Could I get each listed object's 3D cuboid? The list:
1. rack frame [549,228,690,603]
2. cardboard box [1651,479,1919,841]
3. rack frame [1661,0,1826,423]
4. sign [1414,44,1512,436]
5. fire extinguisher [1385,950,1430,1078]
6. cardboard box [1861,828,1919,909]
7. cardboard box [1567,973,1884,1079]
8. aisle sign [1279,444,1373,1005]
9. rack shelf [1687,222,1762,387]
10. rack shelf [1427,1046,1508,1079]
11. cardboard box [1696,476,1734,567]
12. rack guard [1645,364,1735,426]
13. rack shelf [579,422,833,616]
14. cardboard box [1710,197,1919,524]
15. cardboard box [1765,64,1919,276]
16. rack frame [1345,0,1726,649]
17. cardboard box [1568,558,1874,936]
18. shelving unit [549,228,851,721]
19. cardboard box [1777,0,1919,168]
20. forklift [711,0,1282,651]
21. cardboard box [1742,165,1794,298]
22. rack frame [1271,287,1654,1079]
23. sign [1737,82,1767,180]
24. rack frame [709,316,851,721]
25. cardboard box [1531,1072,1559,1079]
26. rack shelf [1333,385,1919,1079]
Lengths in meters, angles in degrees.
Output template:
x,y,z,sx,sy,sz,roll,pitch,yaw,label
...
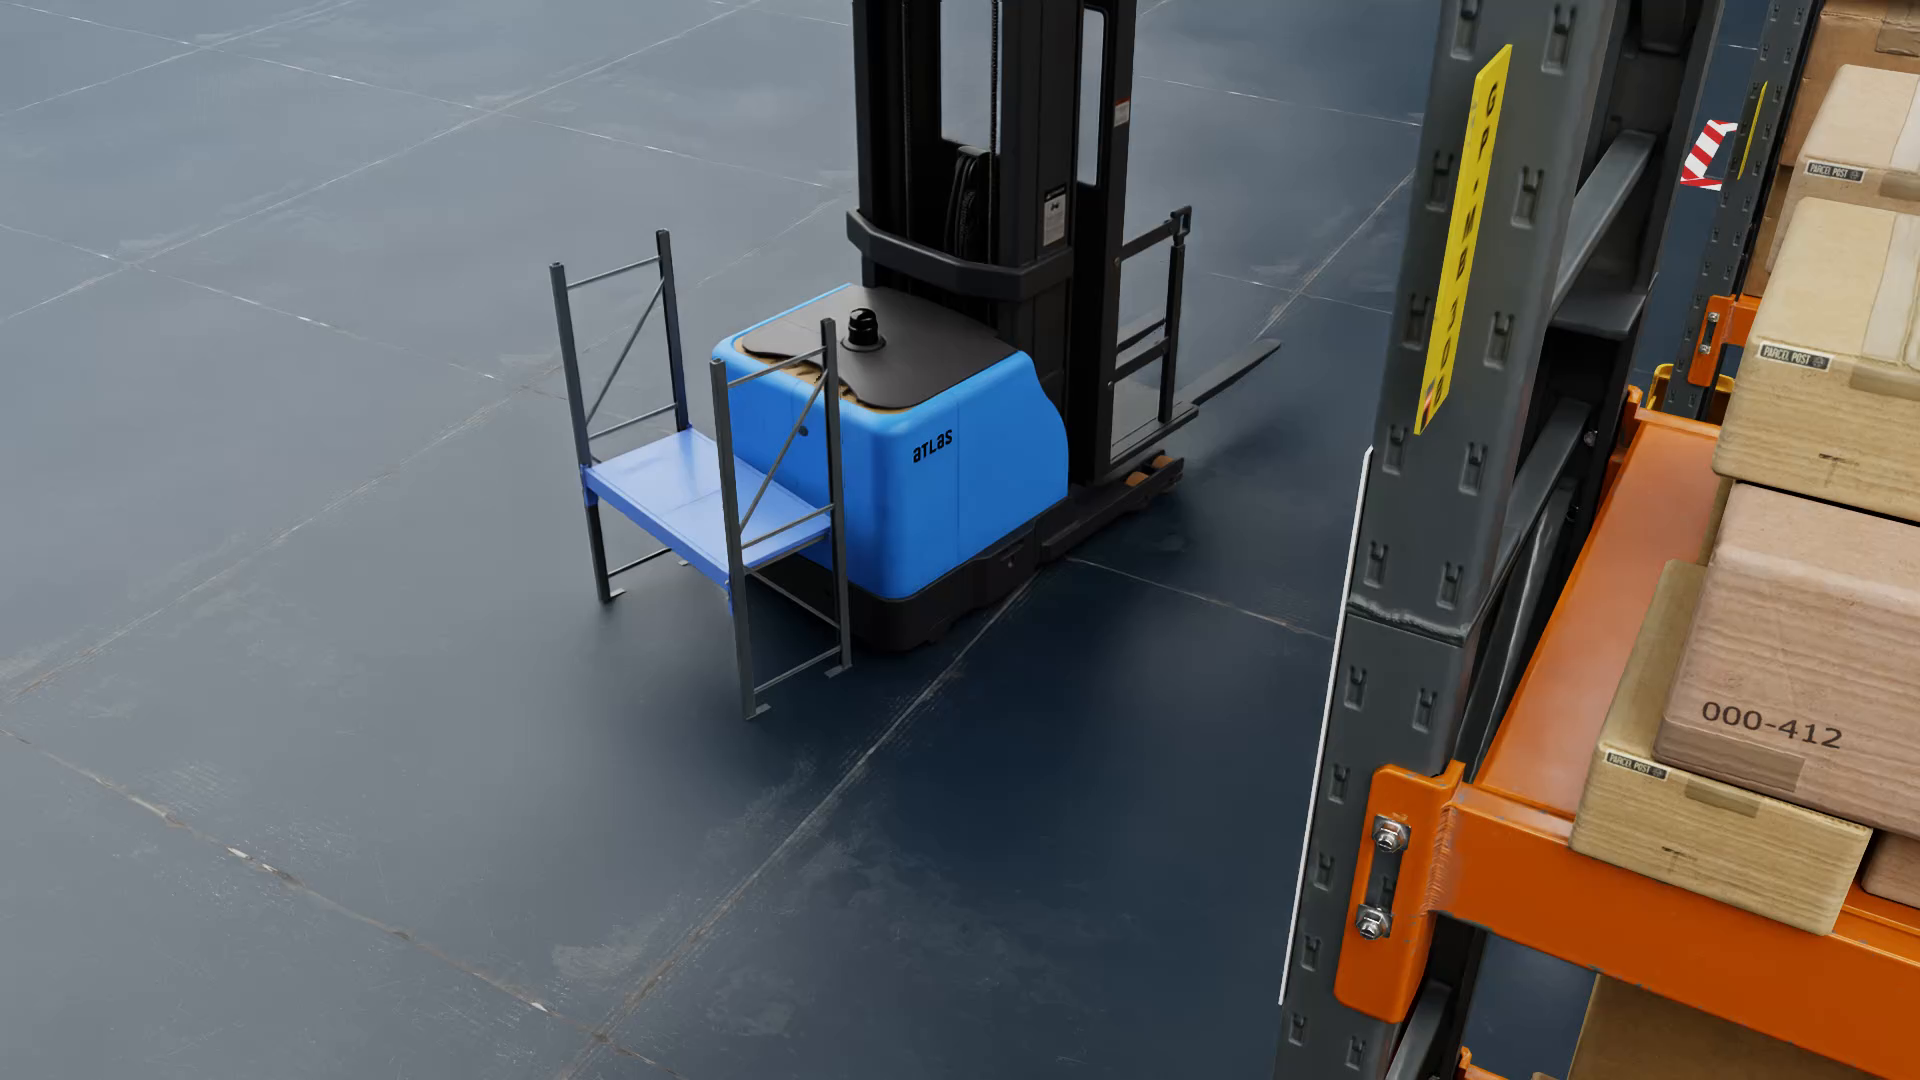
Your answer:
x,y,z,sx,sy,sz,roll,pitch,yaw,label
-1.299,-0.463,6.593,0.500,1.500,0.032,-26,42,-34,rack frame
1.004,0.056,1.620,0.500,0.250,0.500,17,37,24,cardboard box
3.068,-1.310,6.511,0.127,3.000,1.000,18,37,24,rack frame
0.431,-0.251,1.426,0.005,0.325,0.100,18,37,24,sign
0.829,0.879,3.294,0.183,0.674,0.296,18,37,24,fire extinguisher
1.099,0.233,1.715,0.250,0.149,0.380,16,37,23,cardboard box
1.252,0.554,2.452,0.500,0.500,0.700,17,37,23,cardboard box
0.492,0.150,1.973,0.004,0.787,0.394,18,37,24,aisle sign
4.804,-0.461,5.884,4.000,0.370,1.077,18,37,24,rack shelf
2.436,1.949,2.265,4.000,0.370,1.077,18,37,24,rack shelf
1.148,-0.081,2.185,0.250,0.149,0.380,18,38,25,cardboard box
3.047,-0.276,7.214,0.348,0.500,1.175,18,37,24,rack guard
-0.960,-0.104,6.377,0.538,0.185,1.000,-26,42,-34,rack shelf
0.907,-0.180,1.615,0.250,0.149,0.380,17,37,24,cardboard box
1.140,-0.425,1.983,0.250,0.149,0.380,18,38,25,cardboard box
0.700,-1.397,1.229,0.127,3.000,1.000,18,37,24,rack frame
0.827,0.203,1.759,0.250,0.149,0.380,18,38,24,cardboard box
-0.960,-0.253,6.277,0.538,1.500,1.048,-26,42,-34,shelving unit
3.371,-1.701,5.989,0.550,0.550,0.875,18,37,24,cardboard box
0.366,-1.523,6.893,1.130,2.935,3.031,26,42,33,forklift
3.413,-1.292,6.349,0.550,0.550,0.875,18,37,24,cardboard box
0.700,1.100,2.892,0.127,3.000,1.000,18,37,24,rack frame
2.787,-1.438,5.850,0.005,0.325,0.100,18,37,24,sign
-0.621,-0.044,5.962,0.500,1.500,0.032,-26,42,-34,rack frame
0.973,1.198,2.386,0.500,0.500,0.500,17,37,24,cardboard box
2.436,0.701,1.434,4.000,0.370,1.077,18,37,24,rack shelf
